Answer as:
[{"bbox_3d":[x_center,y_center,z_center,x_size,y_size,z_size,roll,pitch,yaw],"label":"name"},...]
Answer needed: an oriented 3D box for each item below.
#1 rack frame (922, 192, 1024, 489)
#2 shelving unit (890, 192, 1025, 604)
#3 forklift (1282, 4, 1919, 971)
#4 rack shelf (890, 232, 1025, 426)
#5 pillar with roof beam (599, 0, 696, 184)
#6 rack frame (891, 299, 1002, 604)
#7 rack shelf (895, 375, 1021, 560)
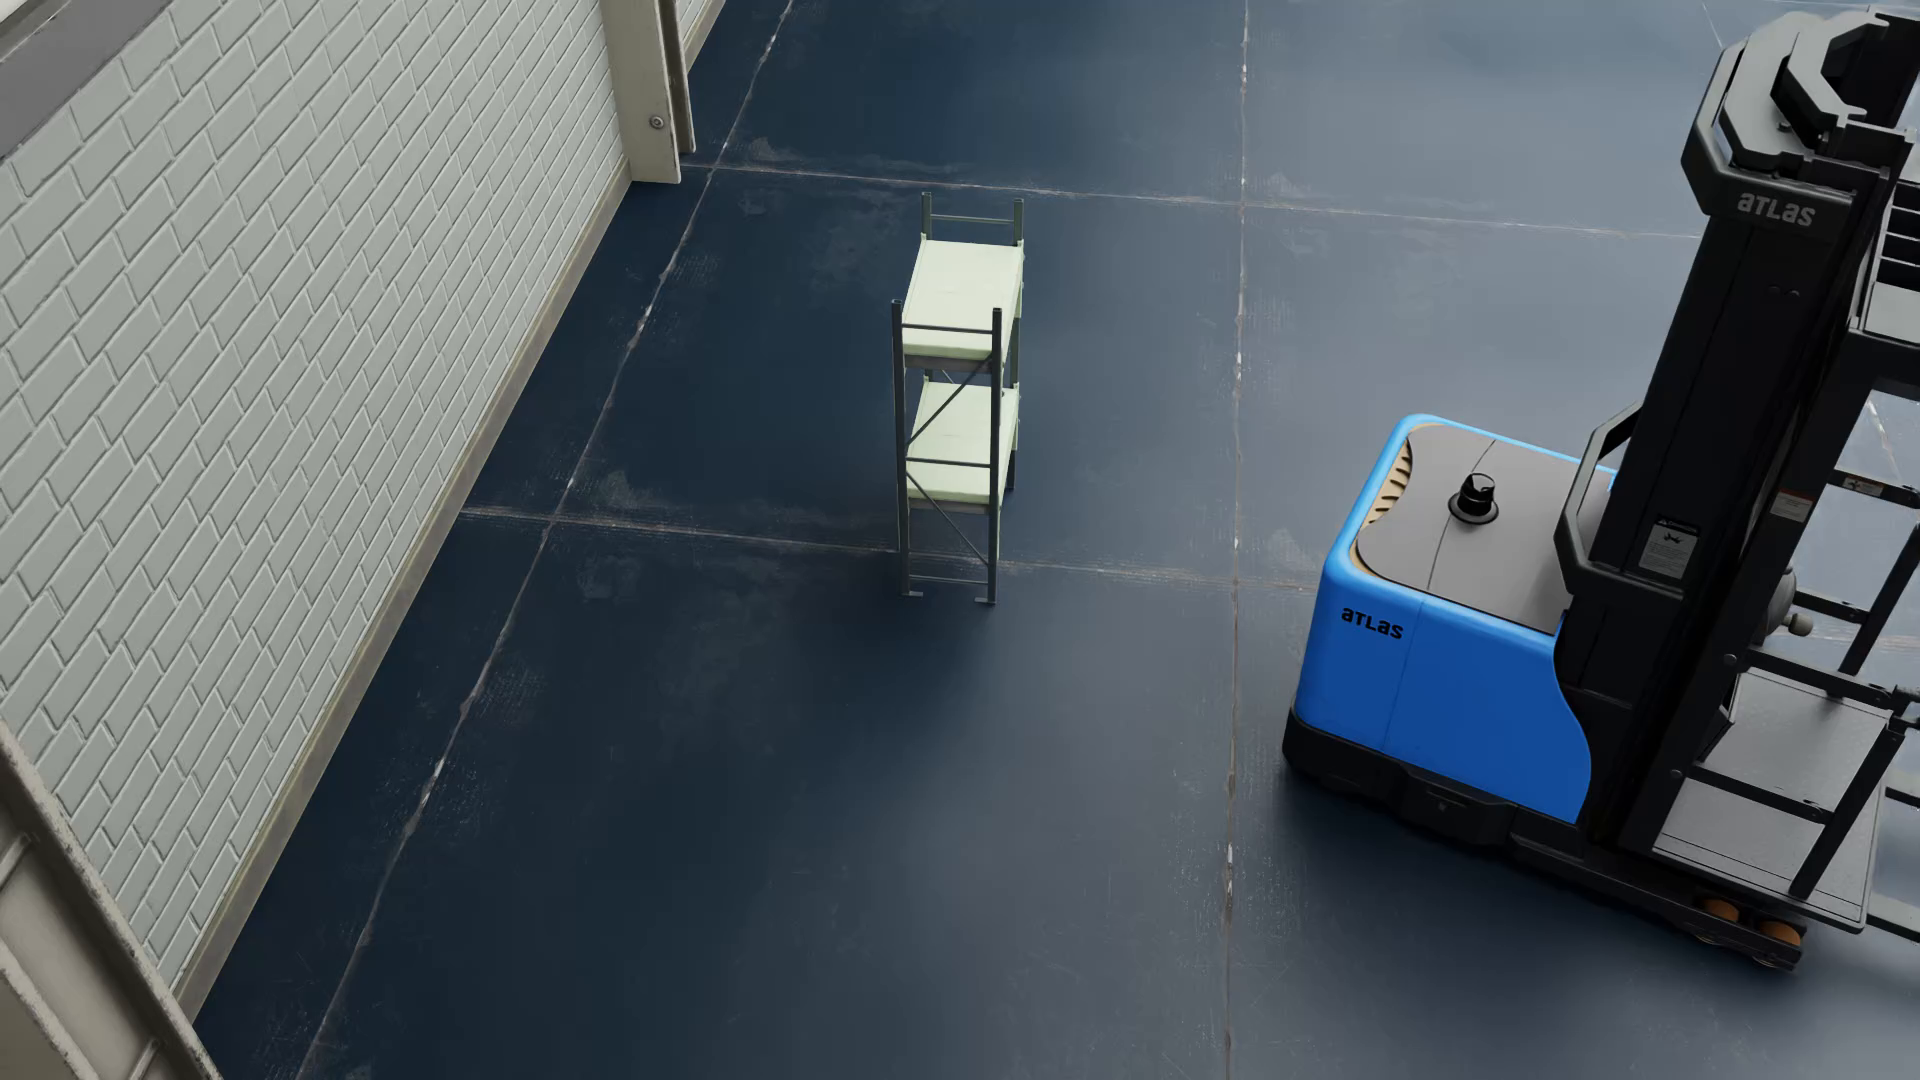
[{"bbox_3d":[0.049,-0.799,7.025,0.400,1.500,0.023,5,44,6],"label":"rack frame"},{"bbox_3d":[0.001,-0.549,6.761,0.431,1.500,0.755,5,44,6],"label":"shelving unit"},{"bbox_3d":[2.772,-0.016,5.158,3.031,2.935,1.130,20,47,20],"label":"forklift"},{"bbox_3d":[0.001,-0.833,6.493,0.431,0.370,0.720,5,44,6],"label":"rack shelf"},{"bbox_3d":[2.552,-5.039,6.049,9.100,9.000,0.400,5,44,6],"label":"pillar with roof beam"},{"bbox_3d":[-0.048,-0.300,6.498,0.400,1.500,0.023,5,44,6],"label":"rack frame"},{"bbox_3d":[0.001,-0.312,6.985,0.431,0.370,0.720,5,44,6],"label":"rack shelf"}]
